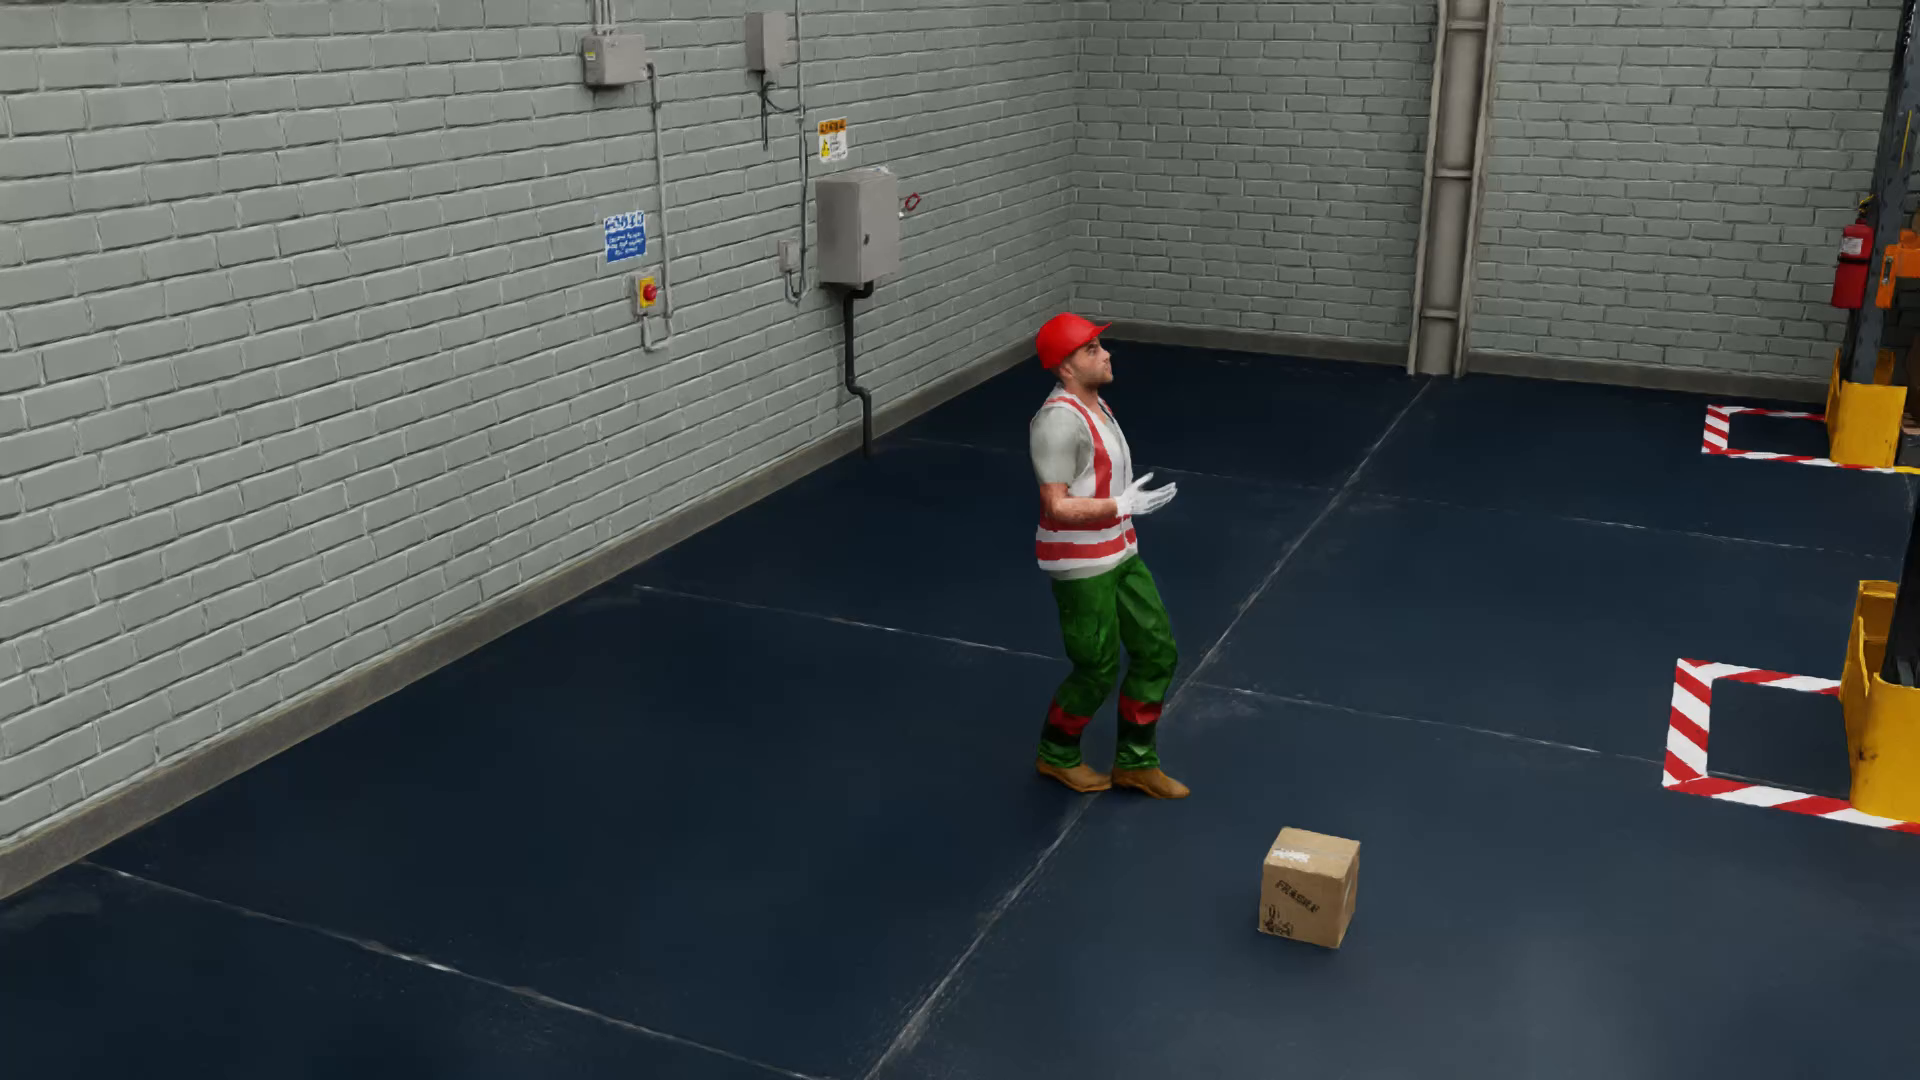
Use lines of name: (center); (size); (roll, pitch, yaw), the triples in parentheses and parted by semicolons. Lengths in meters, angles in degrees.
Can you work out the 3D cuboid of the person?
person: (0.478, 0.095, 5.832); (0.681, 1.777, 0.632); (10, 21, 27)
